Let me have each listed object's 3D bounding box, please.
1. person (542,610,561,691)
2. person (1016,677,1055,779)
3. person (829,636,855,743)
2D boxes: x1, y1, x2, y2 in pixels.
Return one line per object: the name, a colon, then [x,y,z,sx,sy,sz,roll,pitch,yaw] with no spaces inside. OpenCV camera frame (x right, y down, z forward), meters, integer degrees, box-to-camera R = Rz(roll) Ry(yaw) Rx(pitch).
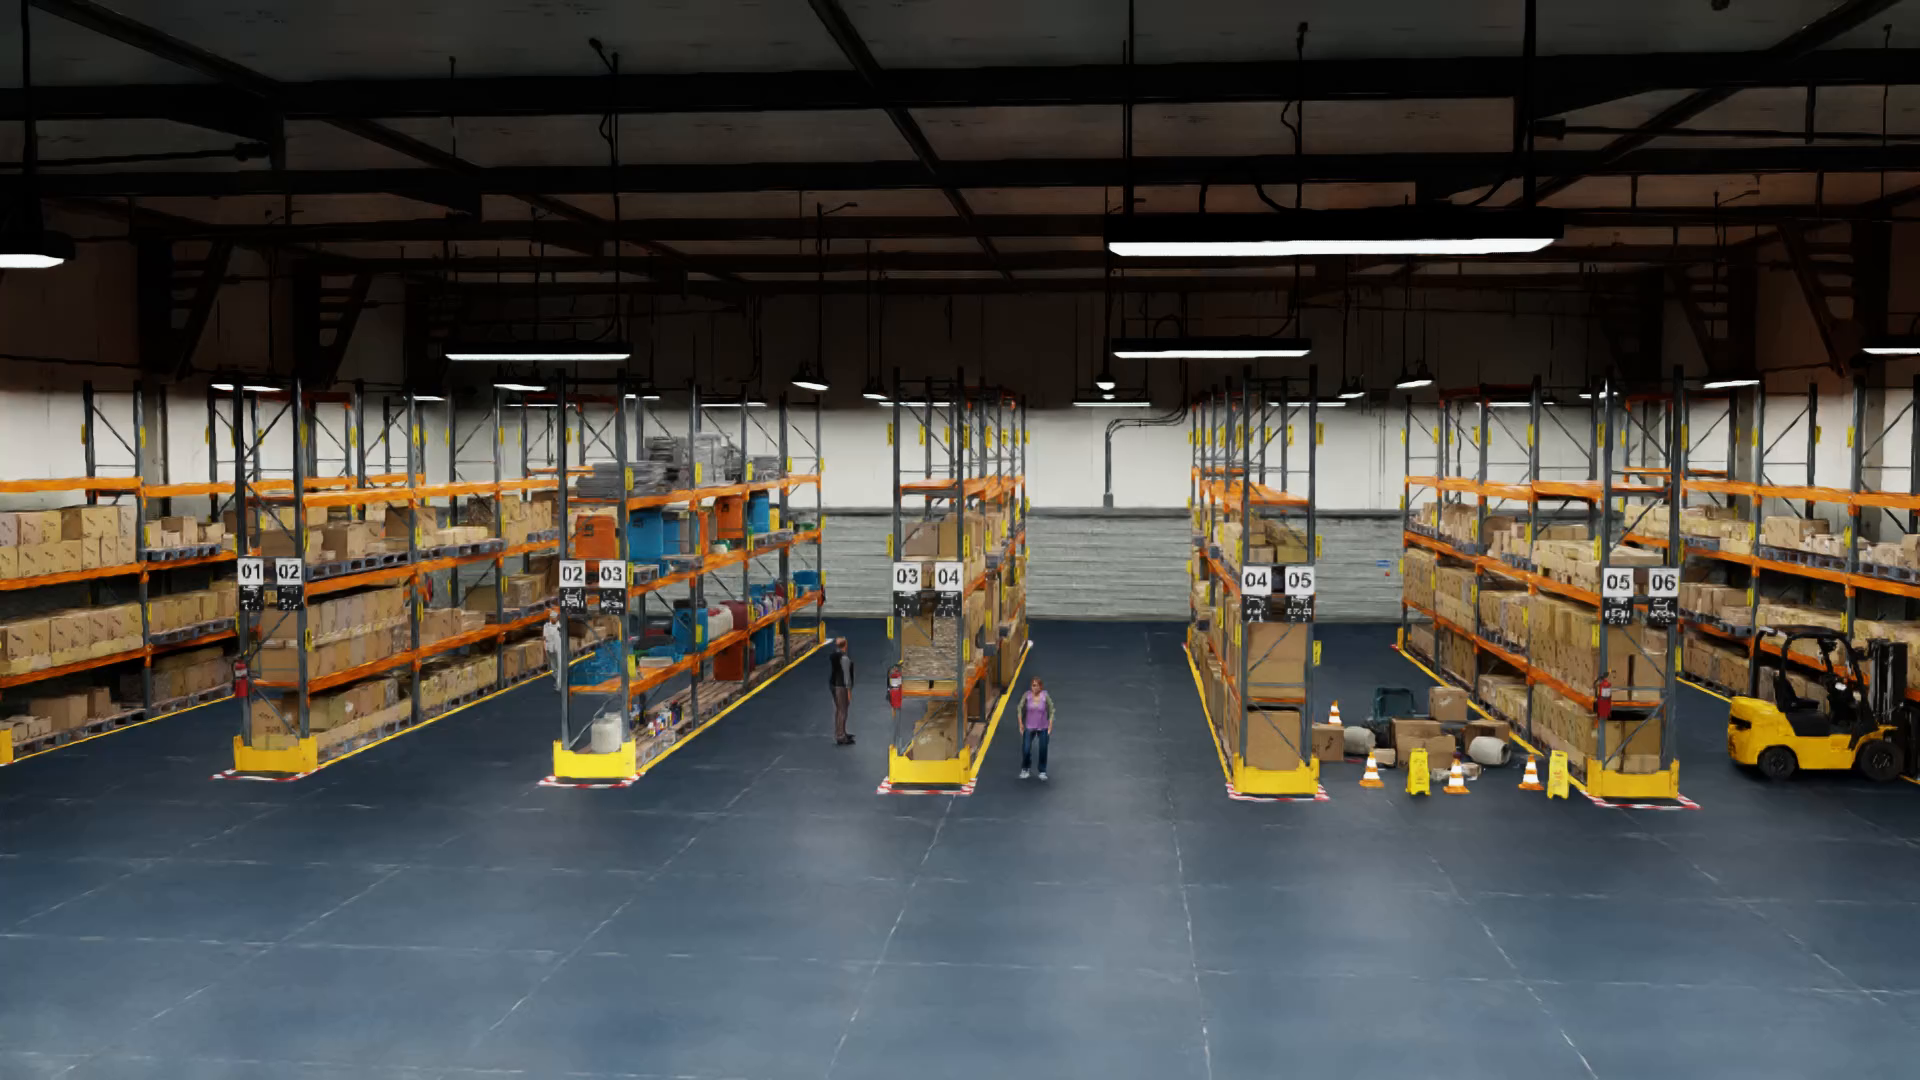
person: [-7.998,2.155,32.847,0.497,1.580,1.091,0,4,3]
person: [1.101,2.733,24.235,0.566,1.541,0.519,0,4,3]
person: [-1.896,2.432,27.268,0.448,1.730,0.586,-2,4,-26]
